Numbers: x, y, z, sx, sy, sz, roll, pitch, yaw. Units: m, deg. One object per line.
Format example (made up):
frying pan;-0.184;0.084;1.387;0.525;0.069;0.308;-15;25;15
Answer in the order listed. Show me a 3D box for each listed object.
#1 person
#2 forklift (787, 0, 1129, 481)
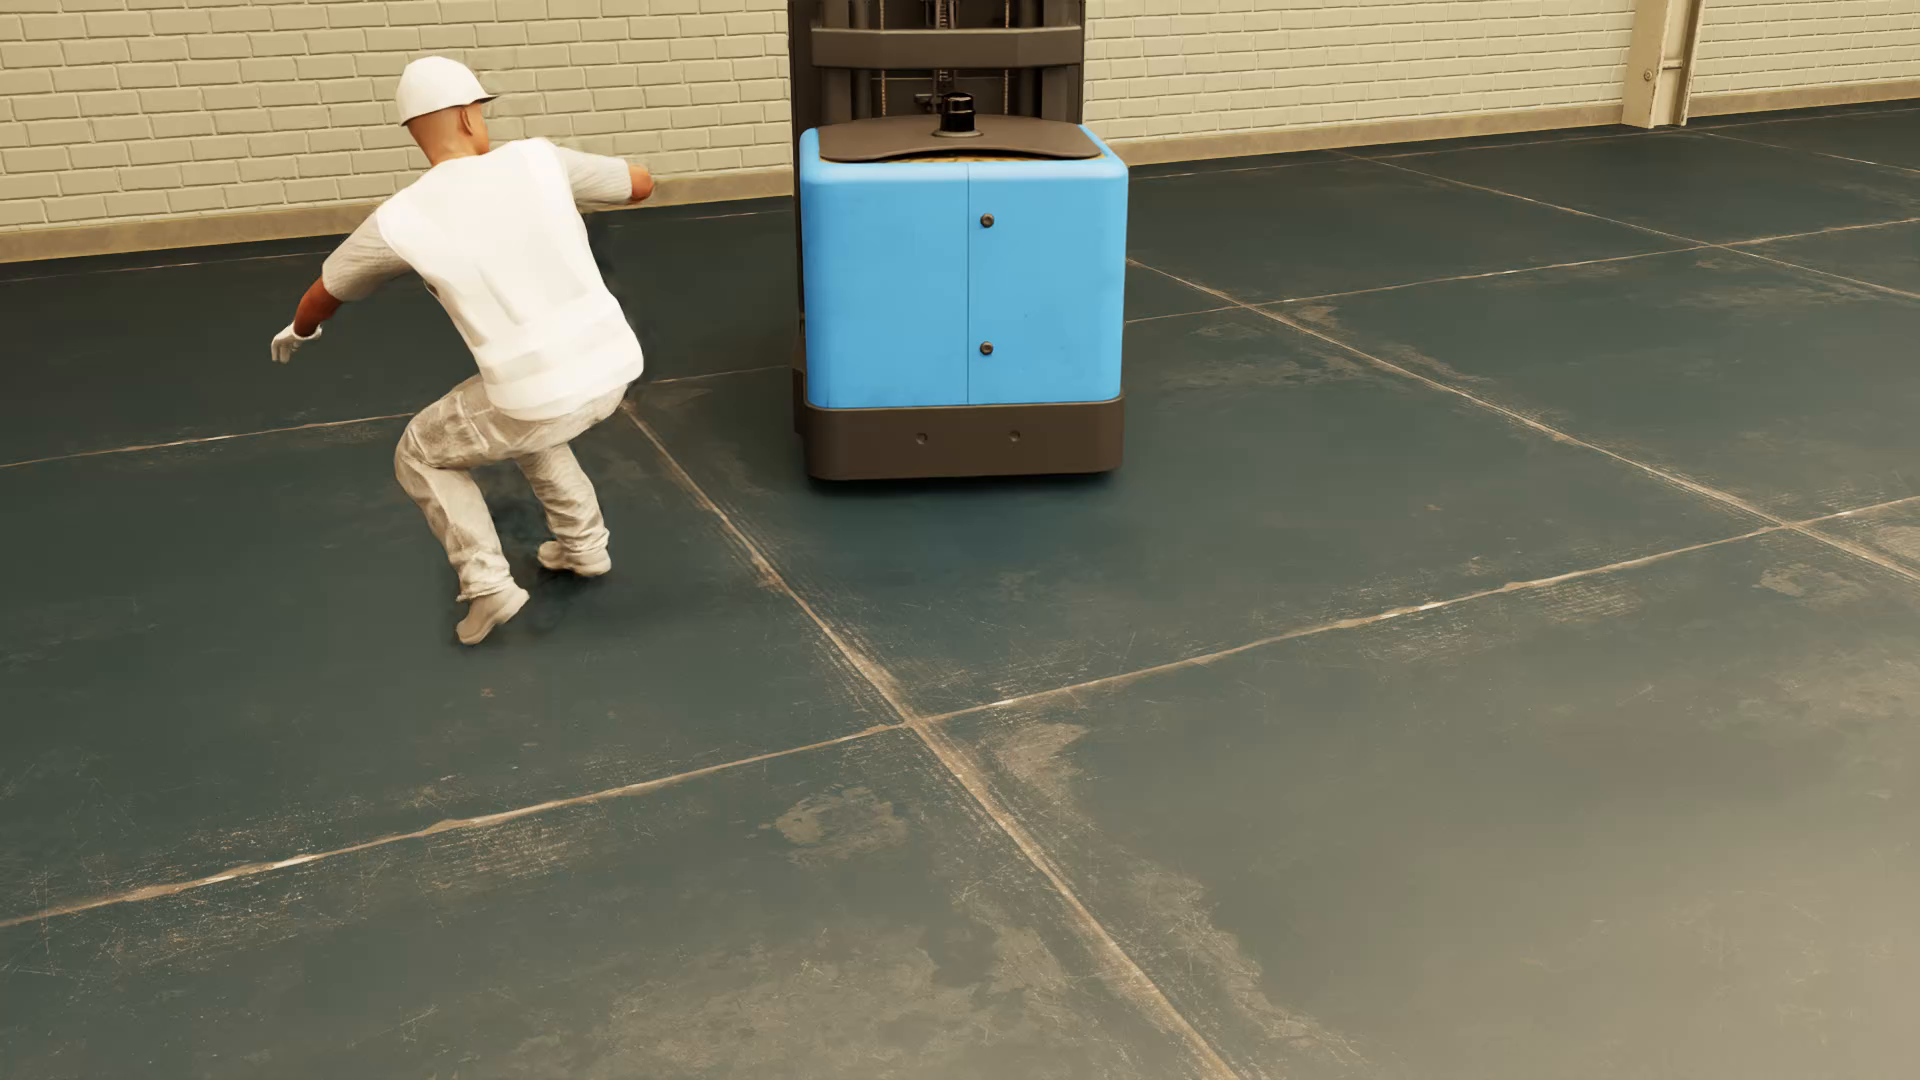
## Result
person;-1.272;-0.527;4.464;0.964;1.500;0.829;19;29;38
forklift;-0.108;-2.072;6.274;1.130;2.935;3.031;-2;23;-5
